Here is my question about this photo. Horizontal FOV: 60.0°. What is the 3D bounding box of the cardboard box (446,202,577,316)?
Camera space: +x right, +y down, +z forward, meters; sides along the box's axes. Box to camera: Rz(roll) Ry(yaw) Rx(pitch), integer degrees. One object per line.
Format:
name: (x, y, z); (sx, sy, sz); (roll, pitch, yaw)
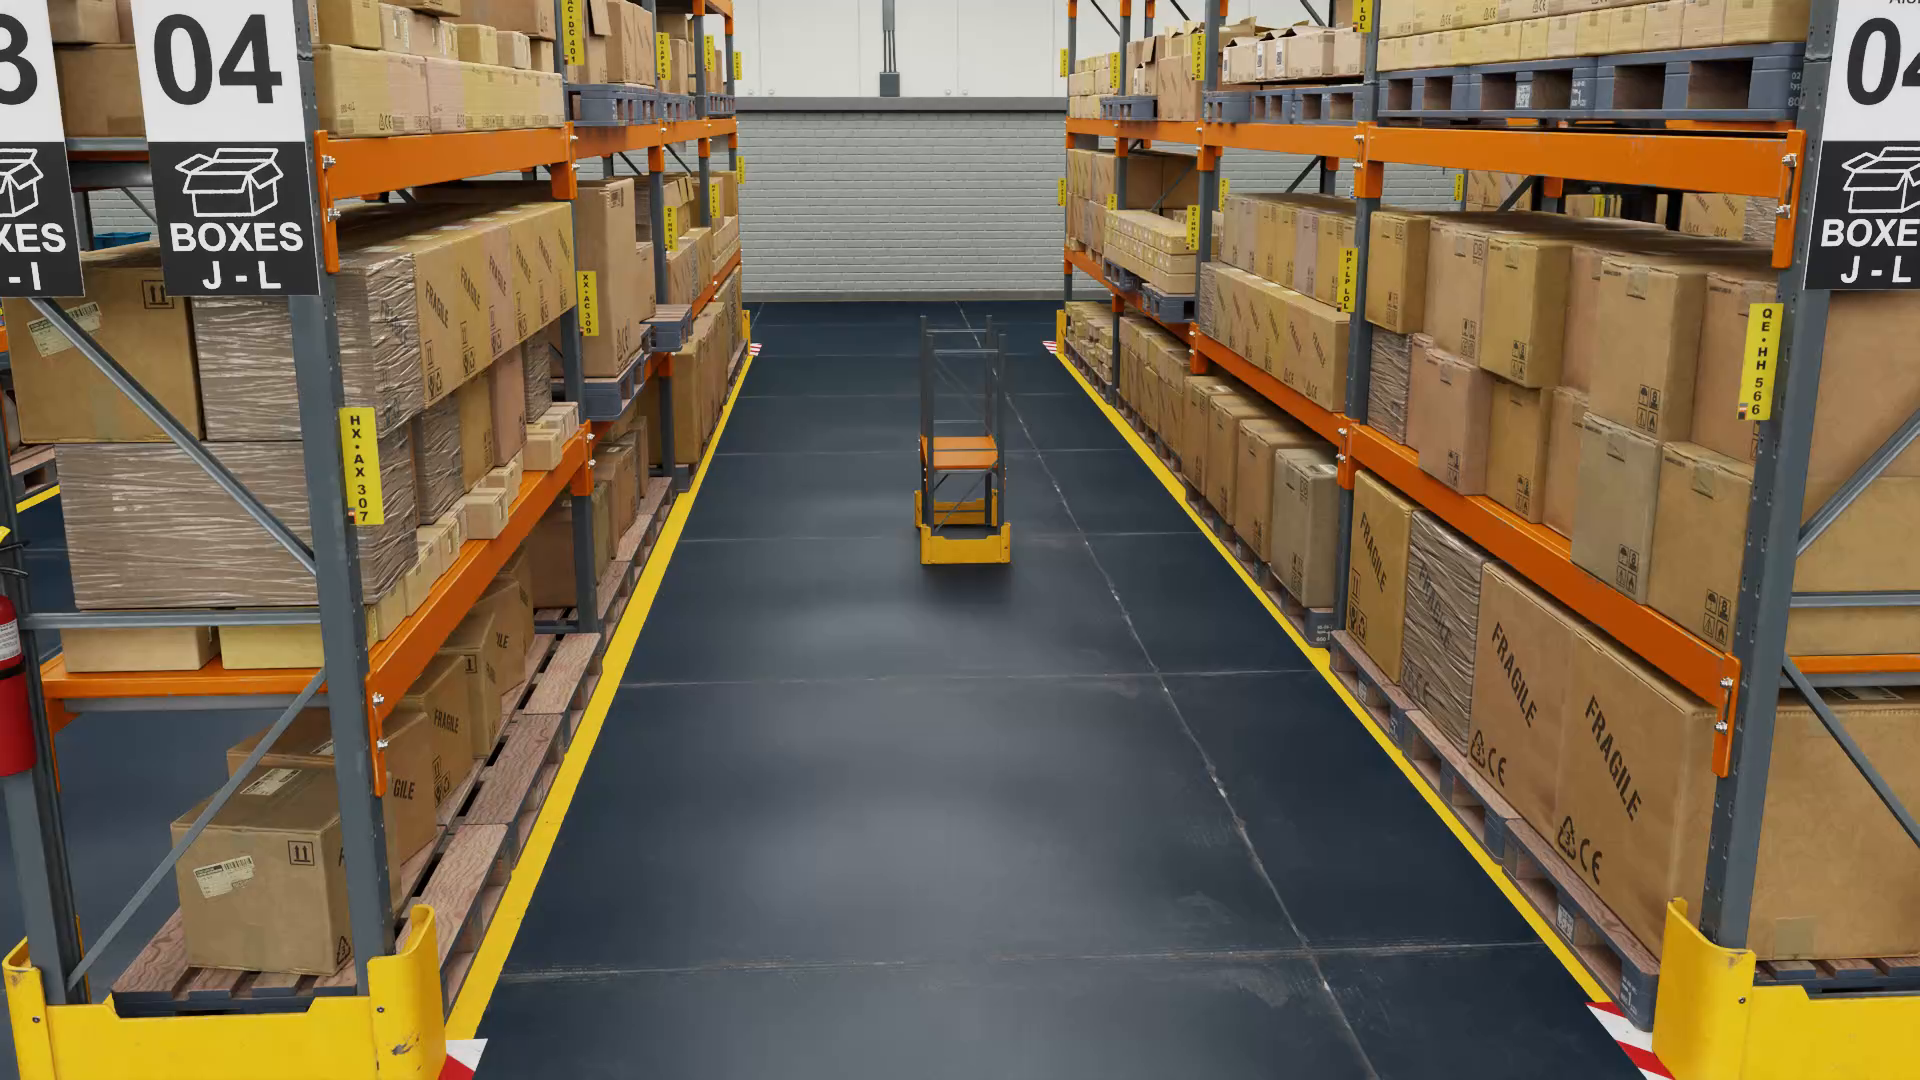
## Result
cardboard box: (-2.127, -1.337, 7.899); (0.500, 0.500, 0.500); (-1, 14, -3)

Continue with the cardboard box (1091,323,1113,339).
cardboard box: (1.624, -2.261, 17.978); (0.380, 0.149, 0.250); (-2, 15, -6)

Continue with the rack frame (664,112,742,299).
rack frame: (-3.173, -3.752, 20.091); (1.000, 3.000, 0.127); (-1, 14, -3)

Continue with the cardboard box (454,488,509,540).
cardboard box: (-1.958, -0.101, 6.402); (0.380, 0.149, 0.250); (-1, 14, -3)

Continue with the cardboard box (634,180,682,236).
cardboard box: (-2.793, -2.808, 14.206); (0.797, 0.503, 0.637); (0, 14, -2)

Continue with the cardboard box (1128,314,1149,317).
cardboard box: (2.101, -2.463, 18.762); (0.380, 0.149, 0.250); (-1, 14, -5)

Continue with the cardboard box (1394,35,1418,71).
cardboard box: (2.228, -2.242, 7.662); (0.380, 0.149, 0.250); (-1, 14, -3)

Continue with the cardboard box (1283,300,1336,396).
cardboard box: (2.196, -1.119, 9.656); (0.500, 0.500, 0.500); (-1, 14, -4)

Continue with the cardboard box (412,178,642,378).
cardboard box: (-2.339, -1.462, 9.141); (1.000, 1.000, 1.000); (-1, 14, -3)

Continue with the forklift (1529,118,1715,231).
forklift: (4.822, -1.701, 12.255); (1.130, 2.935, 3.031); (-1, 14, -4)

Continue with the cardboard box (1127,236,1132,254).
cardboard box: (1.683, -2.604, 14.690); (0.380, 0.149, 0.250); (-1, 14, -4)

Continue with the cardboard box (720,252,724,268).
cardboard box: (-2.663, -2.911, 17.324); (0.380, 0.149, 0.250); (-1, 14, -5)

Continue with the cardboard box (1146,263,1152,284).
cardboard box: (1.748, -2.199, 13.716); (0.380, 0.149, 0.250); (-1, 14, -4)

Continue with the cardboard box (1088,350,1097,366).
cardboard box: (1.603, -1.982, 18.086); (0.380, 0.149, 0.250); (-1, 14, -4)

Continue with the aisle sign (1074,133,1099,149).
aisle sign: (1.479, -5.076, 20.020); (0.394, 0.787, 0.004); (-1, 14, -3)

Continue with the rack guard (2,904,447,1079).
rack guard: (-2.187, 1.418, 5.010); (1.175, 0.500, 0.348); (-1, 14, -3)

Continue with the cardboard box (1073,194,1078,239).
cardboard box: (1.594, -3.748, 19.275); (0.500, 0.500, 0.500); (-1, 14, -3)

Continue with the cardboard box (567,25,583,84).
cardboard box: (-2.360, -2.593, 8.513); (0.797, 0.503, 0.637); (-2, 15, -6)

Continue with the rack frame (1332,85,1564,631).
rack frame: (2.527, -0.820, 8.692); (1.000, 3.000, 0.127); (-1, 14, -3)

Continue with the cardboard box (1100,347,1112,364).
cardboard box: (1.665, -1.916, 17.237); (0.380, 0.149, 0.250); (-2, 15, -6)

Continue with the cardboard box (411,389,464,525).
cardboard box: (-2.327, -0.350, 6.071); (0.875, 0.500, 0.500); (-1, 14, -3)

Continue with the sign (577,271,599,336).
sign: (-1.889, -1.198, 8.424); (0.100, 0.325, 0.005); (-1, 14, -3)

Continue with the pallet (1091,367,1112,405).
pallet: (1.954, -1.625, 17.419); (1.003, 0.211, 1.213); (-1, 14, -3)

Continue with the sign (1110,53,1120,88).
sign: (1.490, -4.502, 15.946); (0.100, 0.325, 0.005); (-1, 14, -3)

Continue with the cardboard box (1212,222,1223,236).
cardboard box: (2.361, -2.629, 14.192); (0.380, 0.149, 0.250); (0, 14, -2)

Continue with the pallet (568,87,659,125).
pallet: (-2.429, -2.543, 9.747); (1.213, 0.211, 1.003); (-1, 14, -3)

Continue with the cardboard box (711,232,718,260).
cardboard box: (-2.693, -2.950, 16.676); (0.500, 0.250, 0.500); (-1, 14, -4)

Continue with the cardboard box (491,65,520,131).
cardboard box: (-2.082, -1.782, 6.714); (0.500, 0.250, 0.500); (-1, 14, -4)

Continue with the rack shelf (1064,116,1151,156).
rack shelf: (1.907, -4.411, 18.074); (1.077, 0.370, 4.000); (-1, 14, -3)

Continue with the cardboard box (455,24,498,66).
cardboard box: (-2.034, -1.937, 6.517); (0.380, 0.149, 0.250); (0, 14, -1)

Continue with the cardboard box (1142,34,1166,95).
cardboard box: (1.996, -4.129, 14.485); (0.797, 0.503, 0.637); (-1, 14, -4)

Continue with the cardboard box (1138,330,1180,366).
cardboard box: (1.876, -1.718, 14.852); (0.500, 0.250, 0.500); (0, 14, -1)

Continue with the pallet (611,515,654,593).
pallet: (-2.558, 0.085, 10.774); (1.003, 0.211, 1.213); (-1, 14, -3)

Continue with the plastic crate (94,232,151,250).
plastic crate: (-8.238, -2.813, 16.353); (0.392, 0.384, 0.575); (-1, 14, -3)

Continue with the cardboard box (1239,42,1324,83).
cardboard box: (2.135, -3.138, 10.941); (0.500, 0.250, 0.500); (0, 14, -2)

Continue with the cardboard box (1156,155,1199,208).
cardboard box: (2.246, -3.602, 16.701); (0.500, 0.500, 0.500); (-1, 14, -2)

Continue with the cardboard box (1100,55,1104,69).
cardboard box: (1.666, -4.957, 17.251); (0.380, 0.149, 0.250); (-1, 15, -6)

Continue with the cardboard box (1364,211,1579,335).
cardboard box: (2.515, -1.323, 8.180); (0.875, 0.550, 0.550); (-1, 14, -3)

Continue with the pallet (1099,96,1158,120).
pallet: (1.963, -4.016, 15.471); (1.213, 0.211, 1.003); (-1, 14, -3)

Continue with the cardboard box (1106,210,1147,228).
cardboard box: (1.597, -3.074, 15.921); (0.380, 0.149, 0.250); (0, 14, -1)

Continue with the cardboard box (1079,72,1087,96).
cardboard box: (1.604, -5.057, 18.440); (0.500, 0.250, 0.500); (-1, 14, -3)

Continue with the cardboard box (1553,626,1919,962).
cardboard box: (2.667, 0.833, 5.689); (0.875, 0.875, 0.875); (-1, 14, -3)

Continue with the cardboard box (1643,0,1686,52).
cardboard box: (2.384, -1.612, 5.211); (0.380, 0.149, 0.250); (-1, 14, -3)

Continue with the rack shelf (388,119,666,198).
rack shelf: (-2.554, -2.370, 10.141); (1.077, 0.370, 4.000); (-1, 14, -3)

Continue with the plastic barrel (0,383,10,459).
plastic barrel: (-7.668, -0.960, 12.751); (0.600, 0.830, 0.708); (-1, 14, -3)

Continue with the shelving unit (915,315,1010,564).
shelving unit: (0.005, -0.707, 11.266); (0.587, 1.500, 1.083); (-1, 14, -3)

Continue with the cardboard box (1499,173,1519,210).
cardboard box: (6.542, -4.058, 19.071); (0.500, 0.500, 0.500); (-1, 14, -4)

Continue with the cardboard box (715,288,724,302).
cardboard box: (-2.887, -2.097, 17.080); (0.875, 0.875, 0.875); (-1, 14, -3)

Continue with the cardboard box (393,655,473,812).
cardboard box: (-2.295, 0.774, 6.671); (0.500, 0.500, 0.500); (0, 14, 2)

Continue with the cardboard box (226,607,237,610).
cardboard box: (-2.421, 0.219, 5.162); (0.380, 0.149, 0.250); (-1, 14, -3)

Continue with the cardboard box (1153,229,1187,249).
cardboard box: (1.761, -2.427, 13.405); (0.380, 0.149, 0.250); (0, 14, -2)

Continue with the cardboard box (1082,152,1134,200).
cardboard box: (1.629, -3.983, 18.183); (0.500, 0.500, 0.500); (-1, 14, -5)

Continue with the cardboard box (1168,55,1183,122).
cardboard box: (1.946, -3.578, 13.191); (0.500, 0.500, 0.500); (-1, 14, -3)

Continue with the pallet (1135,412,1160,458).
pallet: (2.160, -0.961, 14.837); (1.003, 0.211, 1.213); (-1, 14, -3)

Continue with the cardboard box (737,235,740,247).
cardboard box: (-2.823, -3.547, 19.798); (0.380, 0.149, 0.250); (-1, 14, -2)
